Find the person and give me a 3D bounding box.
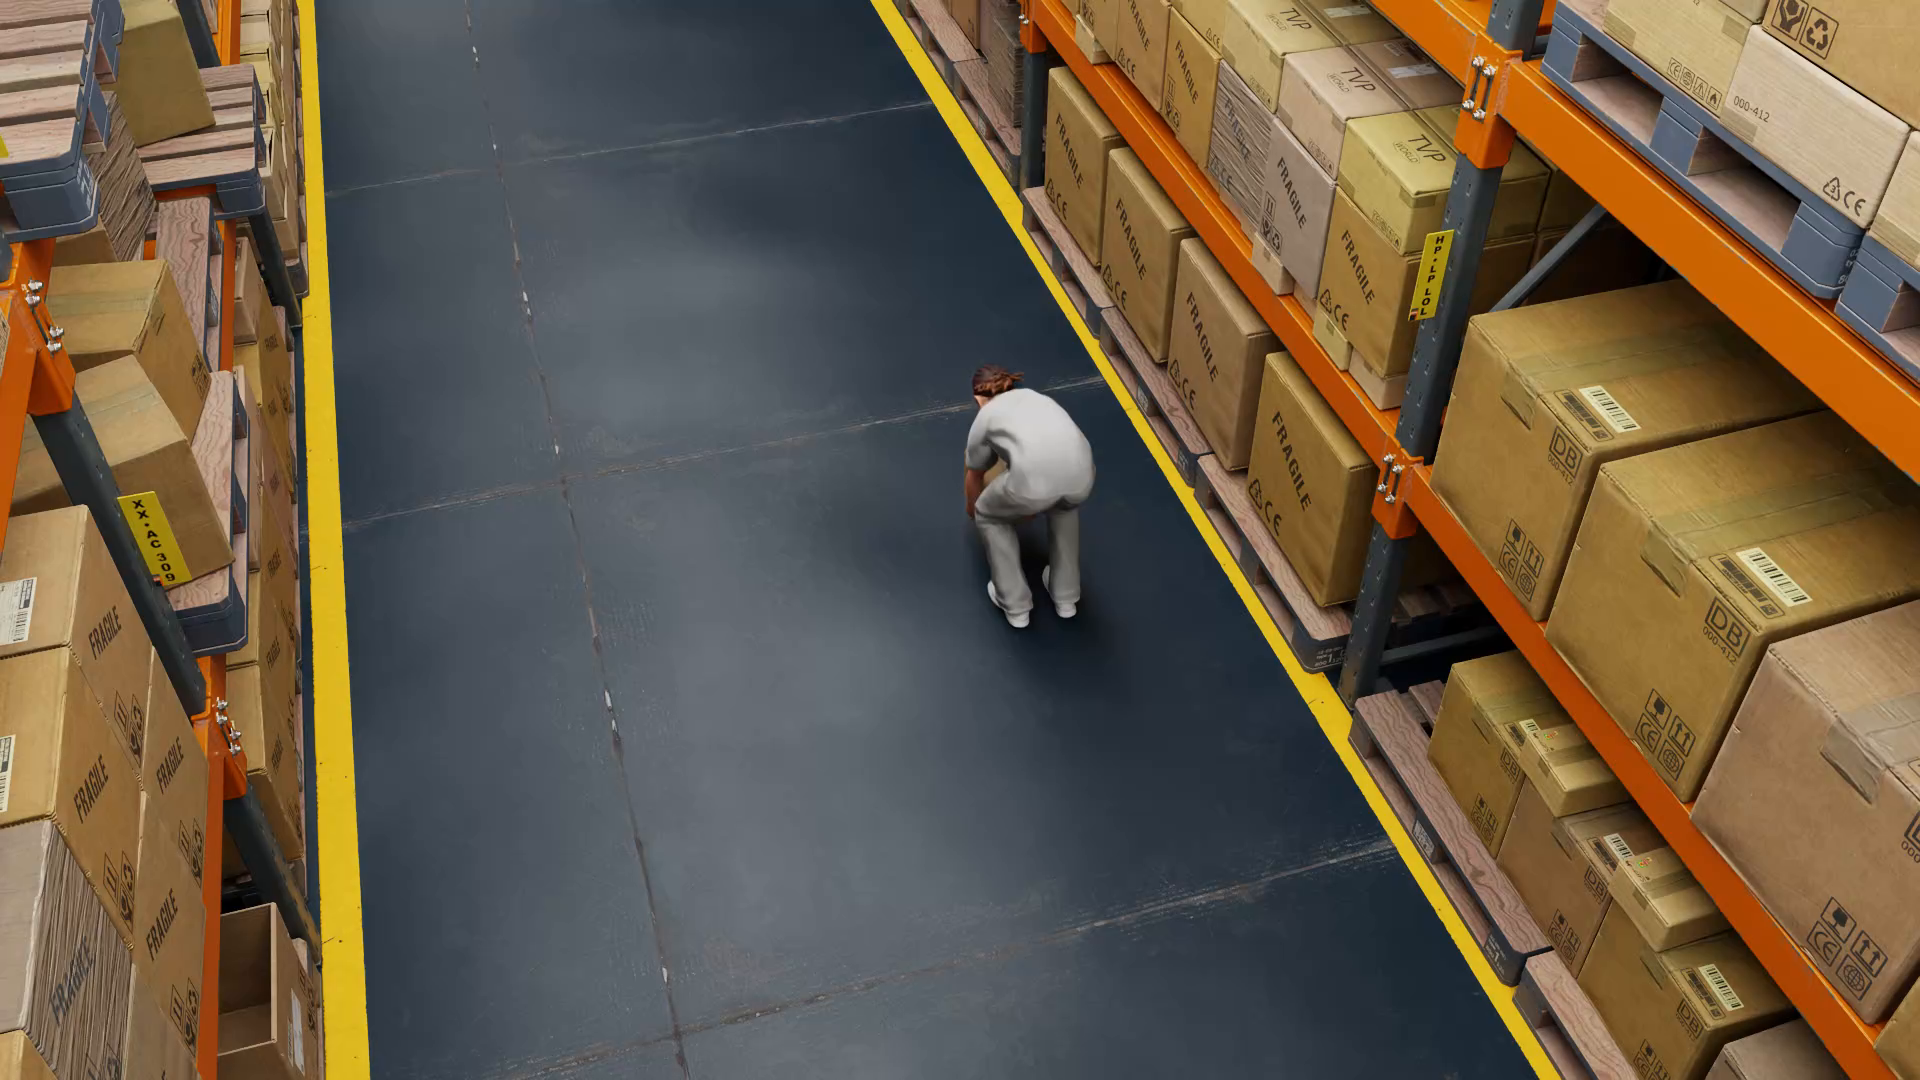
[{"bbox_3d":[0.254,-0.220,6.913,0.451,0.986,0.864,-14,44,-15],"label":"person"}]
